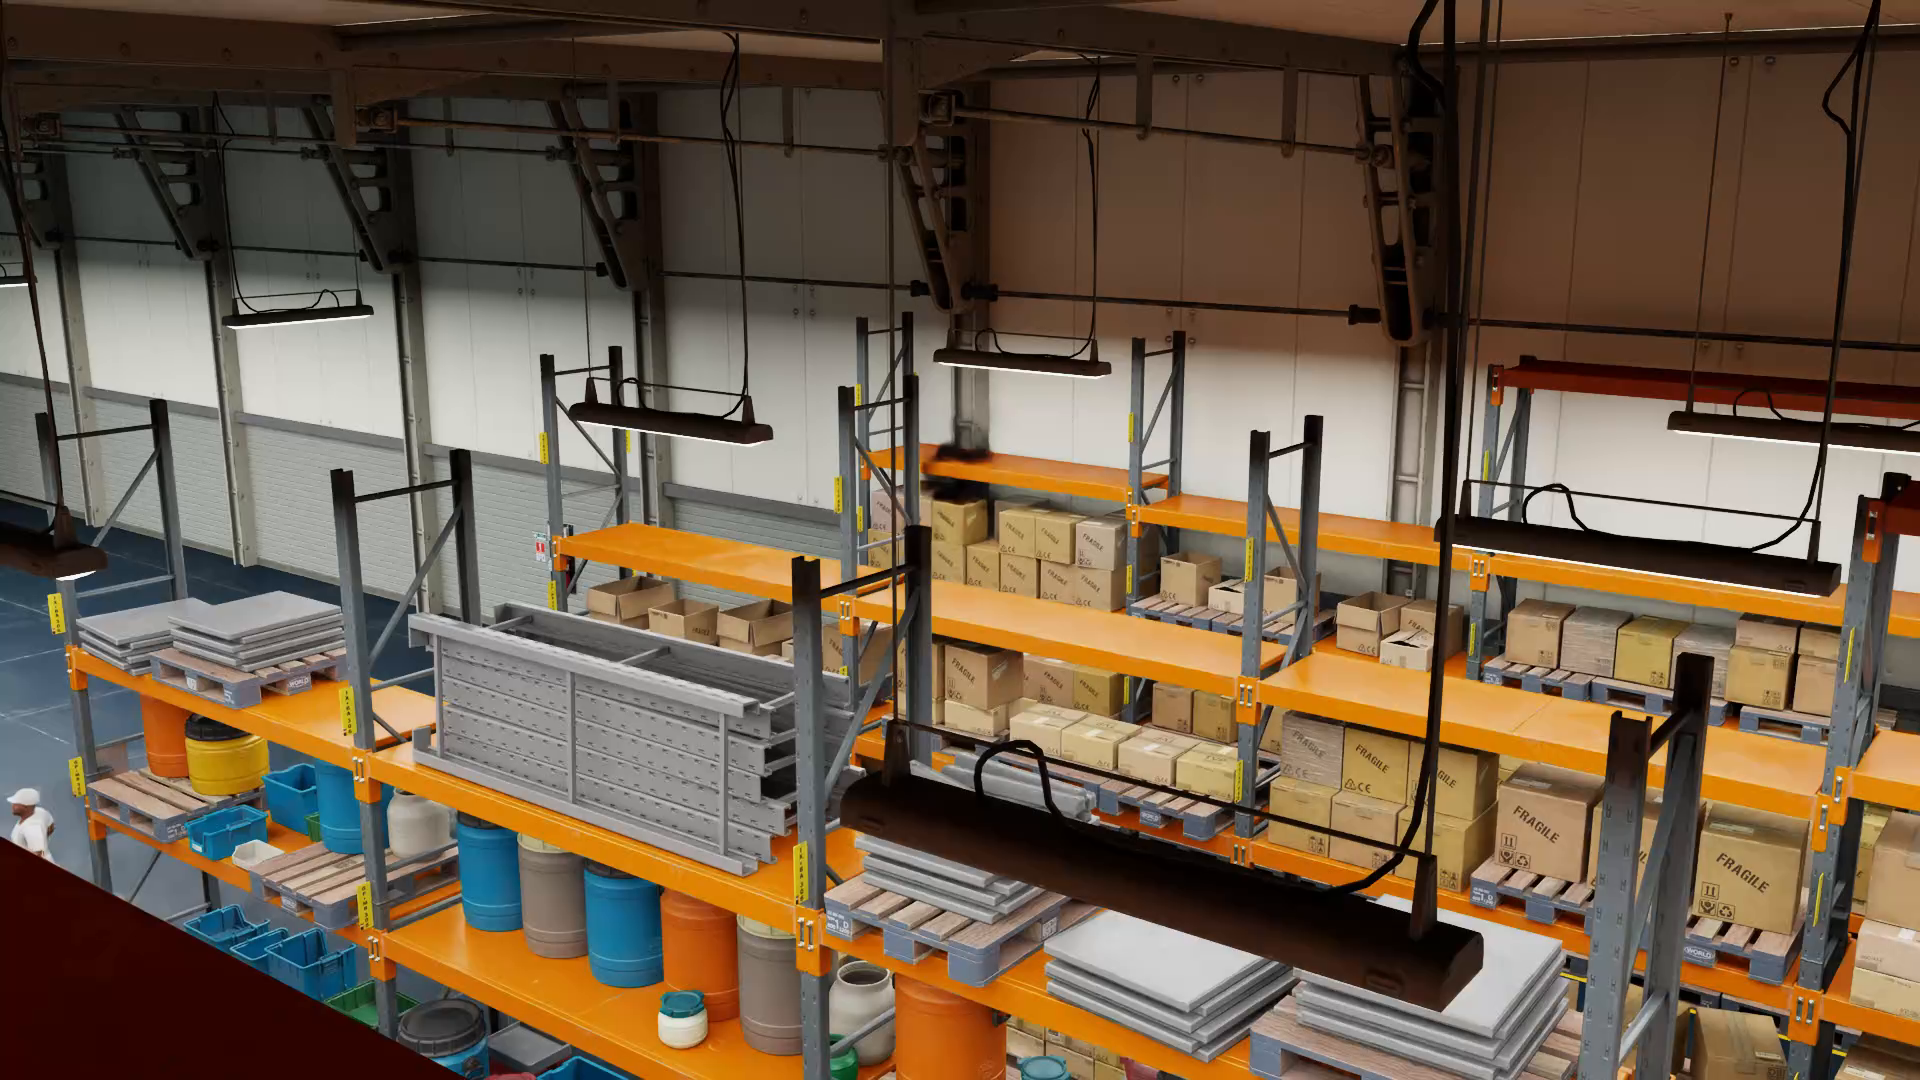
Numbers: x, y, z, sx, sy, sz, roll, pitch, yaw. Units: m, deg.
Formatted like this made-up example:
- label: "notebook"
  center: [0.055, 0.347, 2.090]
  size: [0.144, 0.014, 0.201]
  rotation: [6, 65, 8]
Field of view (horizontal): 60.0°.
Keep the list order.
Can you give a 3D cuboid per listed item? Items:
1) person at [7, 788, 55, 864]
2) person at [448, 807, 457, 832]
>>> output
- label: "person"
  center: [-9.470, 3.354, 16.938]
  size: [0.660, 1.746, 0.675]
  rotation: [-8, 16, -32]
- label: "person"
  center: [-5.800, 2.870, 18.951]
  size: [0.884, 1.799, 0.696]
  rotation: [-6, 14, -25]
